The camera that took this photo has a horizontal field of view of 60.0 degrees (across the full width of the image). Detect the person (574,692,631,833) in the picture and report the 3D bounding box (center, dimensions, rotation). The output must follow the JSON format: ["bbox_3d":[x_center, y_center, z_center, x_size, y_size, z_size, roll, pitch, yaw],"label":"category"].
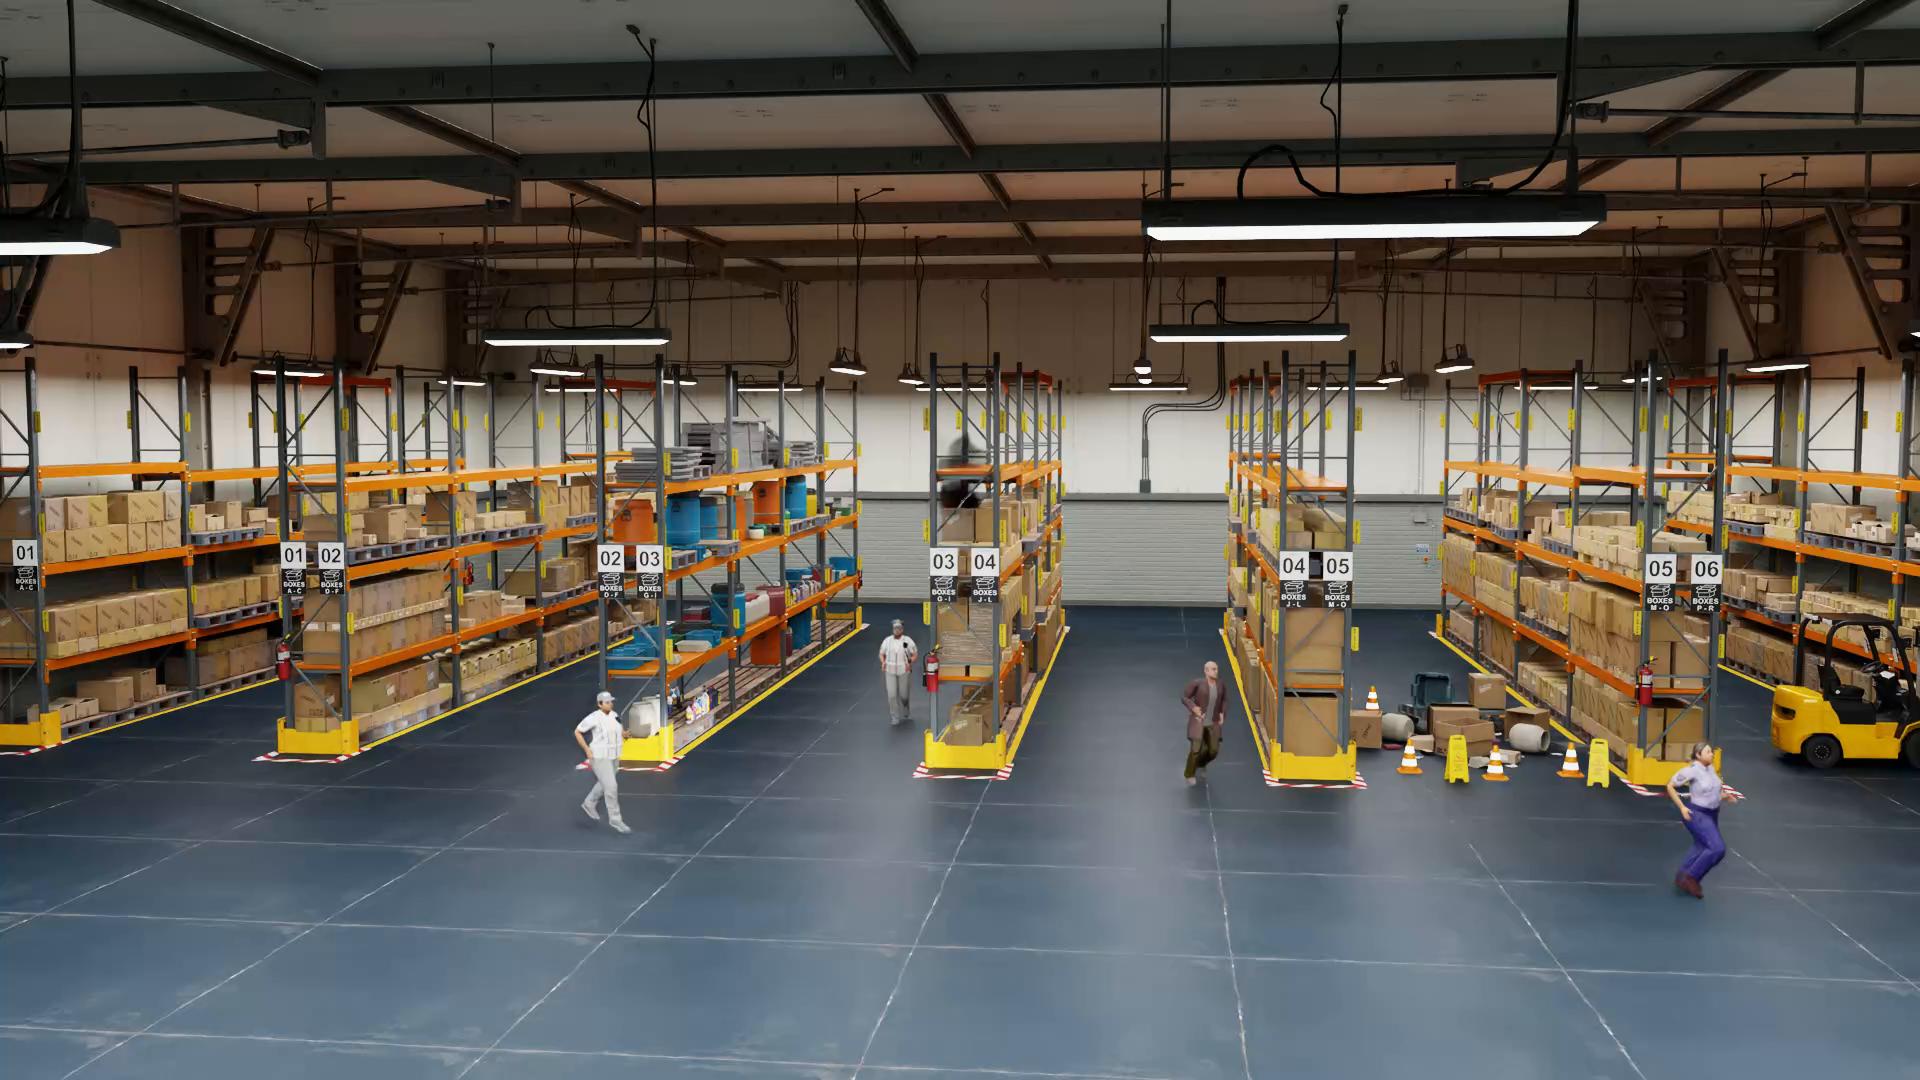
[{"bbox_3d":[-4.369,2.707,20.500,0.877,1.689,0.594,2,5,28],"label":"person"}]

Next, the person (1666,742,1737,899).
[{"bbox_3d":[7.850,2.949,17.522,0.586,1.640,0.639,-3,5,-40],"label":"person"}]

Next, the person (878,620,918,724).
[{"bbox_3d":[-1.038,2.178,27.645,0.661,1.730,0.608,0,4,4],"label":"person"}]

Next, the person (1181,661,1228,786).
[{"bbox_3d":[3.421,2.531,23.016,0.714,1.703,0.613,-1,4,-10],"label":"person"}]
